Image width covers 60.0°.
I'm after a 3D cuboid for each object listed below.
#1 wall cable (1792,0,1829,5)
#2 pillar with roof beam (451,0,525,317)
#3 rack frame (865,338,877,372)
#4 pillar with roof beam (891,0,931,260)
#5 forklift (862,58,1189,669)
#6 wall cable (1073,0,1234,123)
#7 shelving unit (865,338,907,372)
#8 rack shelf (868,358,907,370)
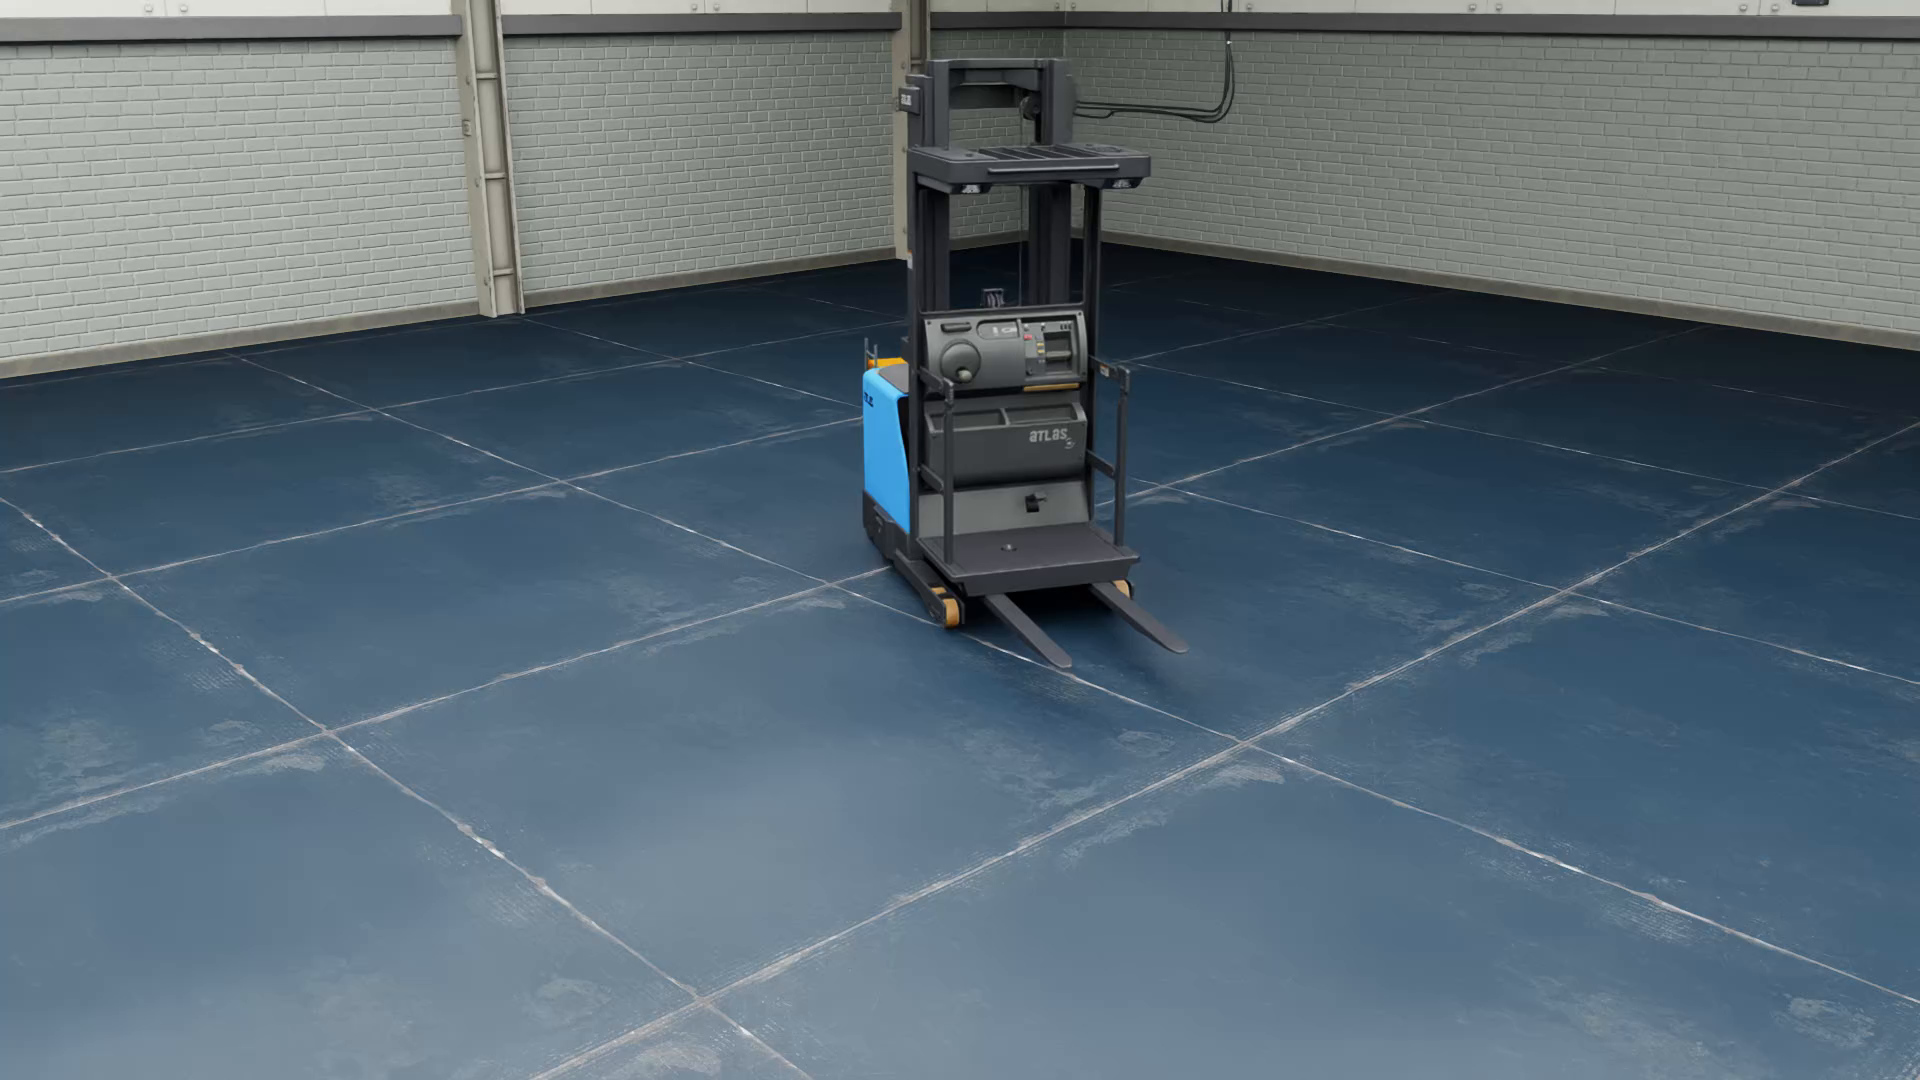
[{"bbox_3d":[8.938,-7.833,14.539,0.169,6.003,2.305,-16,24,-41],"label":"wall cable"},{"bbox_3d":[-2.024,-5.782,13.727,0.400,9.000,9.100,-16,24,-41],"label":"pillar with roof beam"},{"bbox_3d":[-0.560,-0.677,10.627,0.015,1.200,0.240,-6,19,-18],"label":"rack frame"},{"bbox_3d":[2.336,-7.053,17.648,0.400,9.000,9.100,-16,24,-41],"label":"pillar with roof beam"},{"bbox_3d":[0.326,-1.052,8.978,1.130,2.935,3.031,-6,19,-17],"label":"forklift"},{"bbox_3d":[2.427,-6.869,22.114,0.112,2.526,3.097,-16,24,-41],"label":"wall cable"},{"bbox_3d":[-0.329,-0.701,10.701,0.503,1.200,0.258,-6,19,-18],"label":"shelving unit"},{"bbox_3d":[-0.329,-1.075,10.580,0.480,0.148,0.258,-6,19,-18],"label":"rack shelf"}]
